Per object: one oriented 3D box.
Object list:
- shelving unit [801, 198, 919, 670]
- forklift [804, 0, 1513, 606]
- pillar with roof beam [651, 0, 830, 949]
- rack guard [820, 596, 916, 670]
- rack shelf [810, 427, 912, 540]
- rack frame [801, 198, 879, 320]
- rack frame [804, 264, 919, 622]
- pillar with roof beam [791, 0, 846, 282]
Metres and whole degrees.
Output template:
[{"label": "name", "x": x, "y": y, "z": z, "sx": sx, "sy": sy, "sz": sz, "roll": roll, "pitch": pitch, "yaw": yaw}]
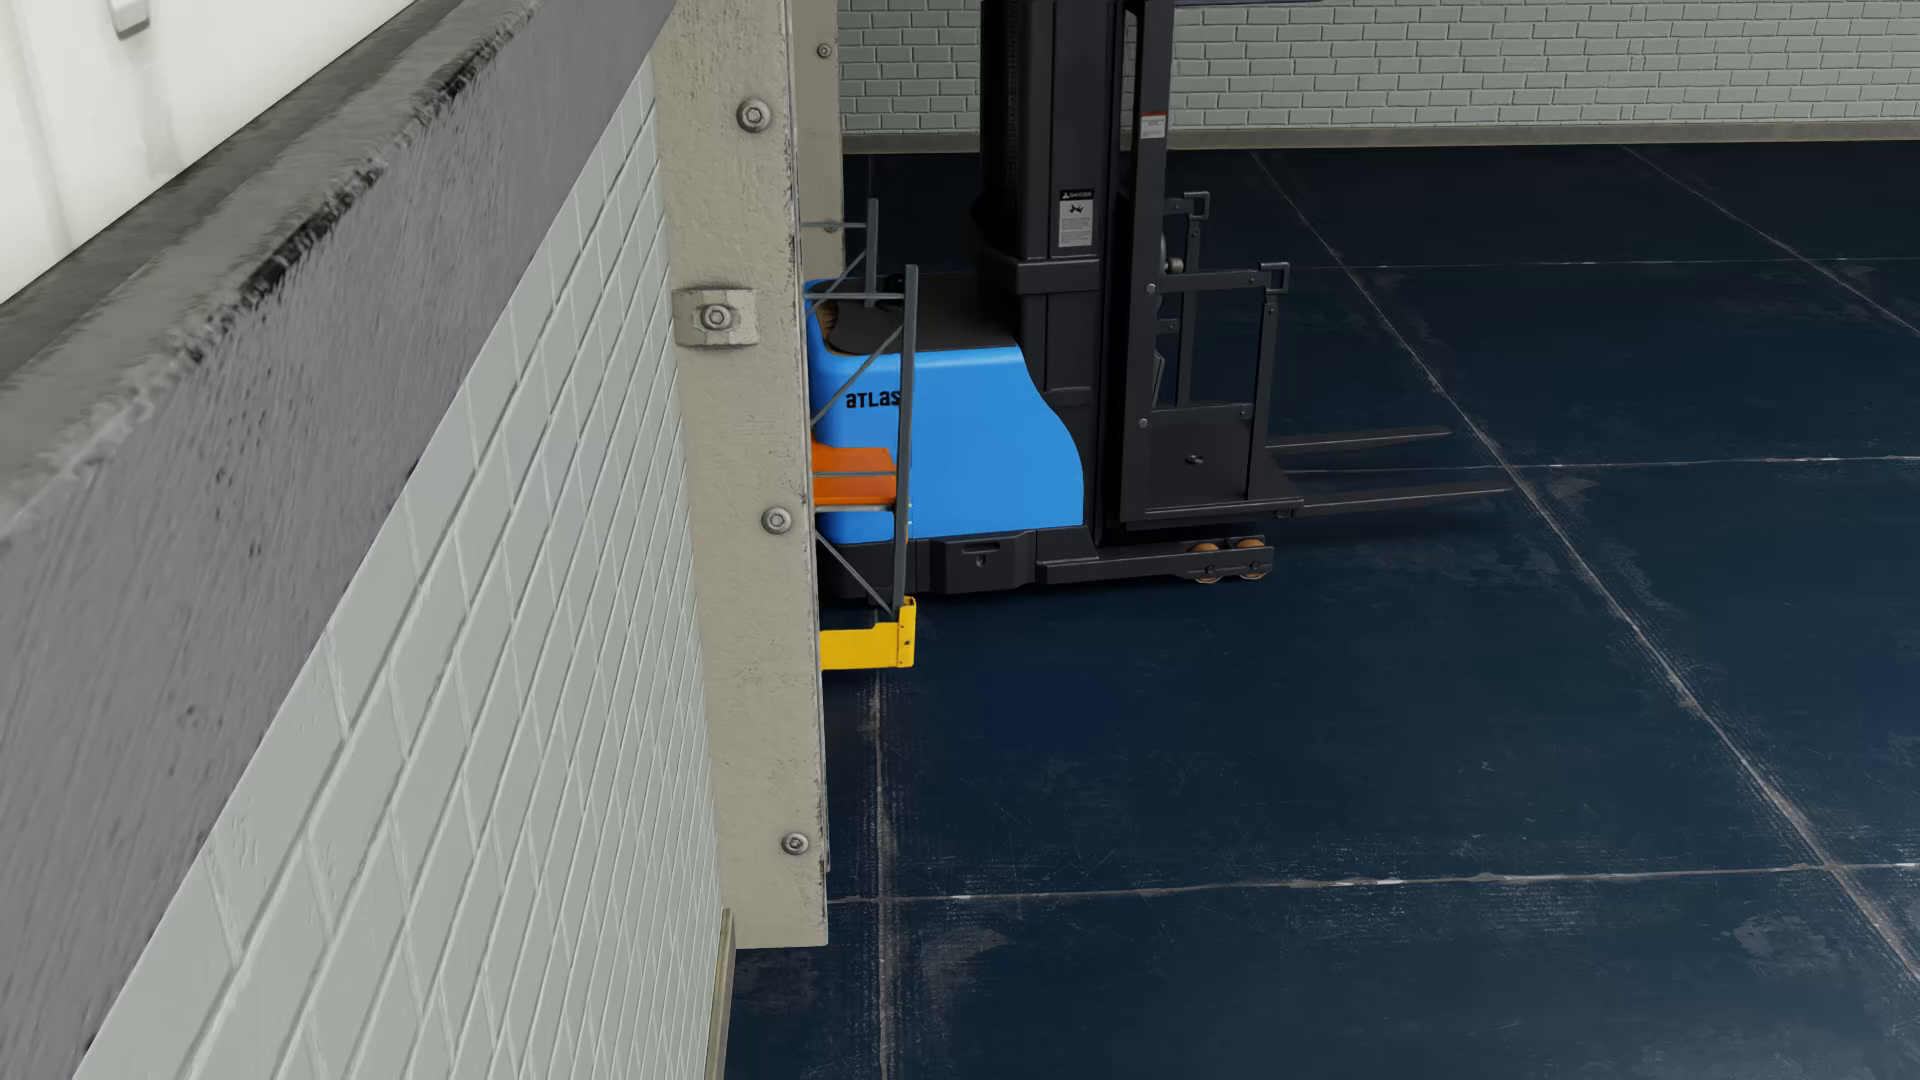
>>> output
[{"label": "shelving unit", "x": -0.513, "y": -0.429, "z": 6.270, "sx": 0.587, "sy": 1.500, "sz": 1.083, "roll": -1, "pitch": 24, "yaw": -10}, {"label": "forklift", "x": 0.848, "y": -1.354, "z": 6.676, "sx": 3.031, "sy": 2.935, "sz": 1.130, "roll": -5, "pitch": 28, "yaw": -9}, {"label": "pillar with roof beam", "x": 3.741, "y": -2.977, "z": 3.227, "sx": 9.100, "sy": 9.000, "sz": 0.400, "roll": -1, "pitch": 28, "yaw": -3}, {"label": "rack guard", "x": -0.459, "y": 0.344, "z": 6.074, "sx": 0.587, "sy": 0.250, "sz": 0.087, "roll": -1, "pitch": 24, "yaw": -10}, {"label": "rack shelf", "x": -0.525, "y": -0.268, "z": 6.350, "sx": 0.538, "sy": 0.185, "sz": 1.000, "roll": -1, "pitch": 24, "yaw": -10}, {"label": "rack frame", "x": -0.604, "y": -0.638, "z": 6.734, "sx": 0.500, "sy": 1.500, "sz": 0.032, "roll": -1, "pitch": 24, "yaw": -10}, {"label": "rack frame", "x": -0.426, "y": -0.227, "z": 5.822, "sx": 0.500, "sy": 1.500, "sz": 0.032, "roll": -1, "pitch": 24, "yaw": -10}, {"label": "pillar with roof beam", "x": 3.428, "y": -5.748, "z": 8.540, "sx": 9.100, "sy": 9.000, "sz": 0.400, "roll": -1, "pitch": 28, "yaw": -3}]
